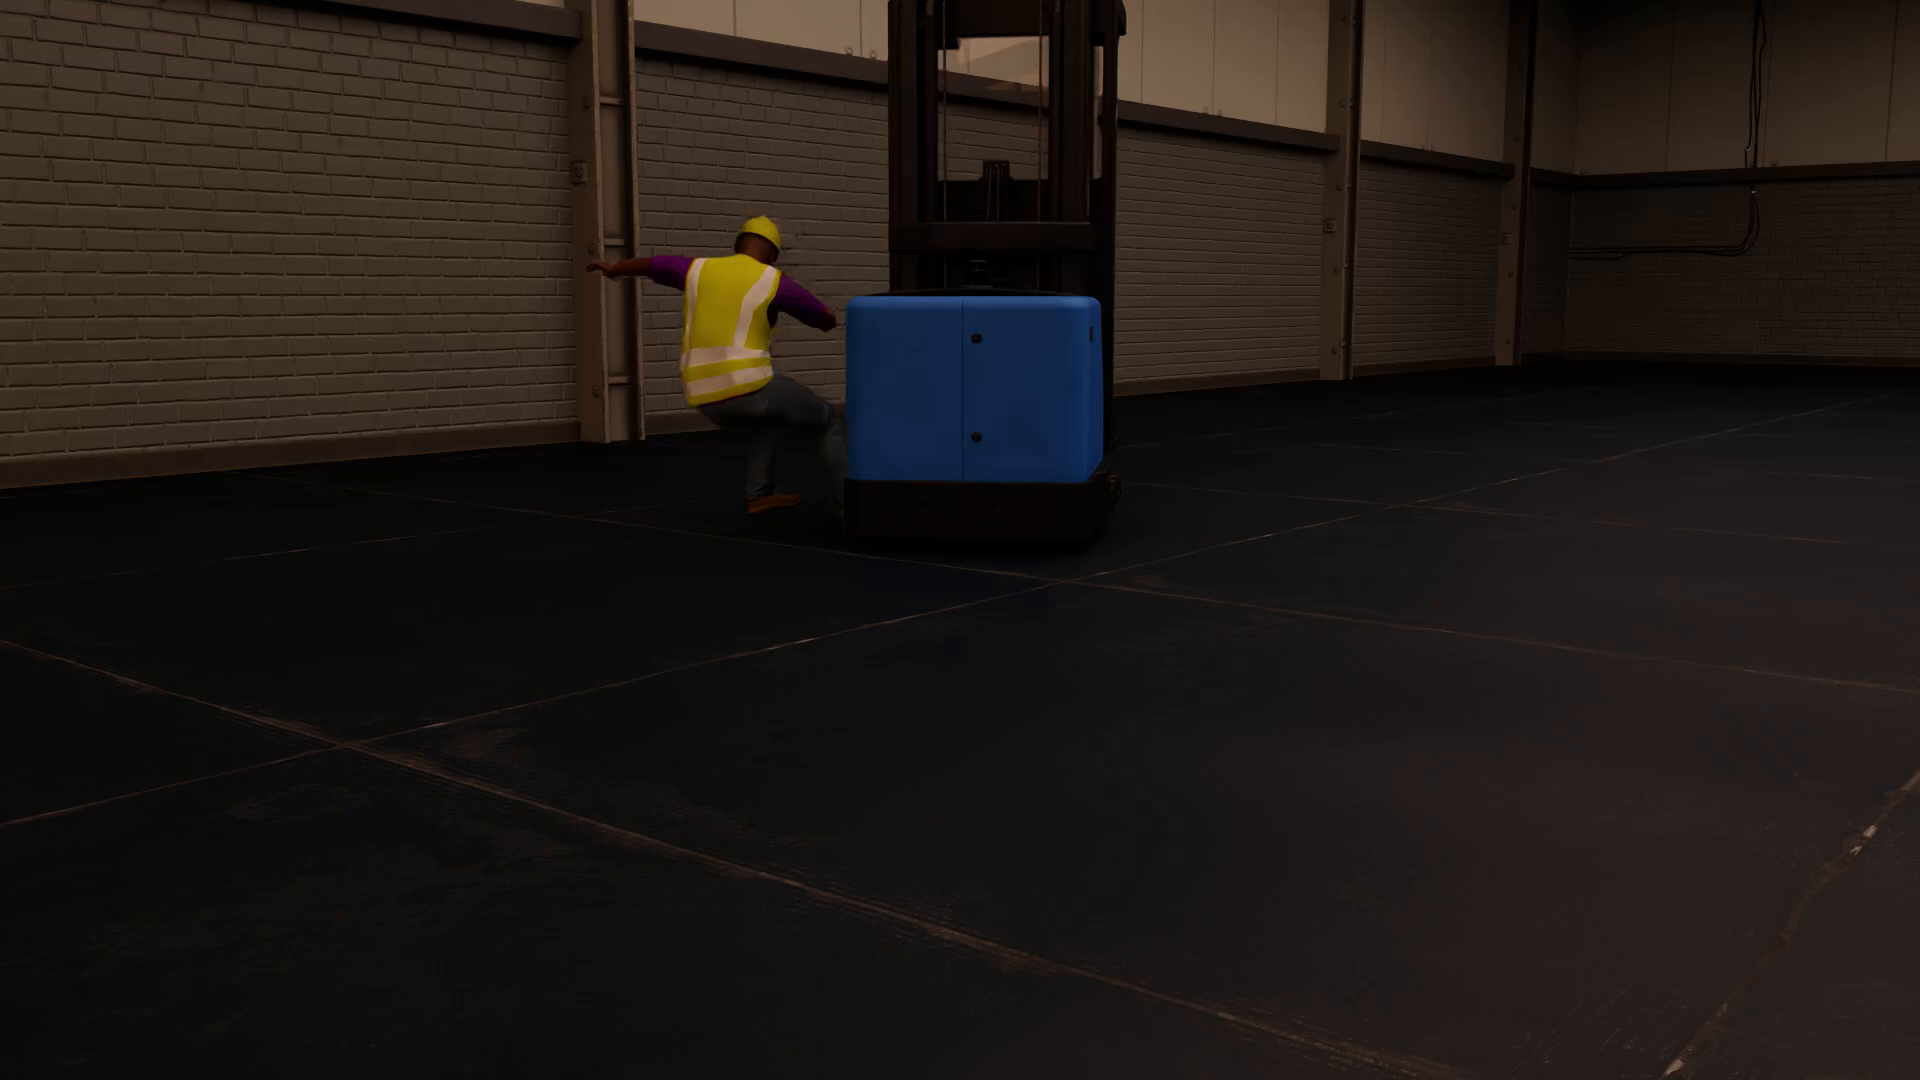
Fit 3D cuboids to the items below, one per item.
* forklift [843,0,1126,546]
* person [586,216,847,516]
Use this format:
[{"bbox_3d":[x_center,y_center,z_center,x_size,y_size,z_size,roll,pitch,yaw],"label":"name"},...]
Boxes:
[{"bbox_3d":[0.239,-1.600,8.213,1.130,2.935,3.031,1,8,9],"label":"forklift"},{"bbox_3d":[-1.037,-0.771,7.728,1.595,1.446,0.793,3,9,22],"label":"person"}]
